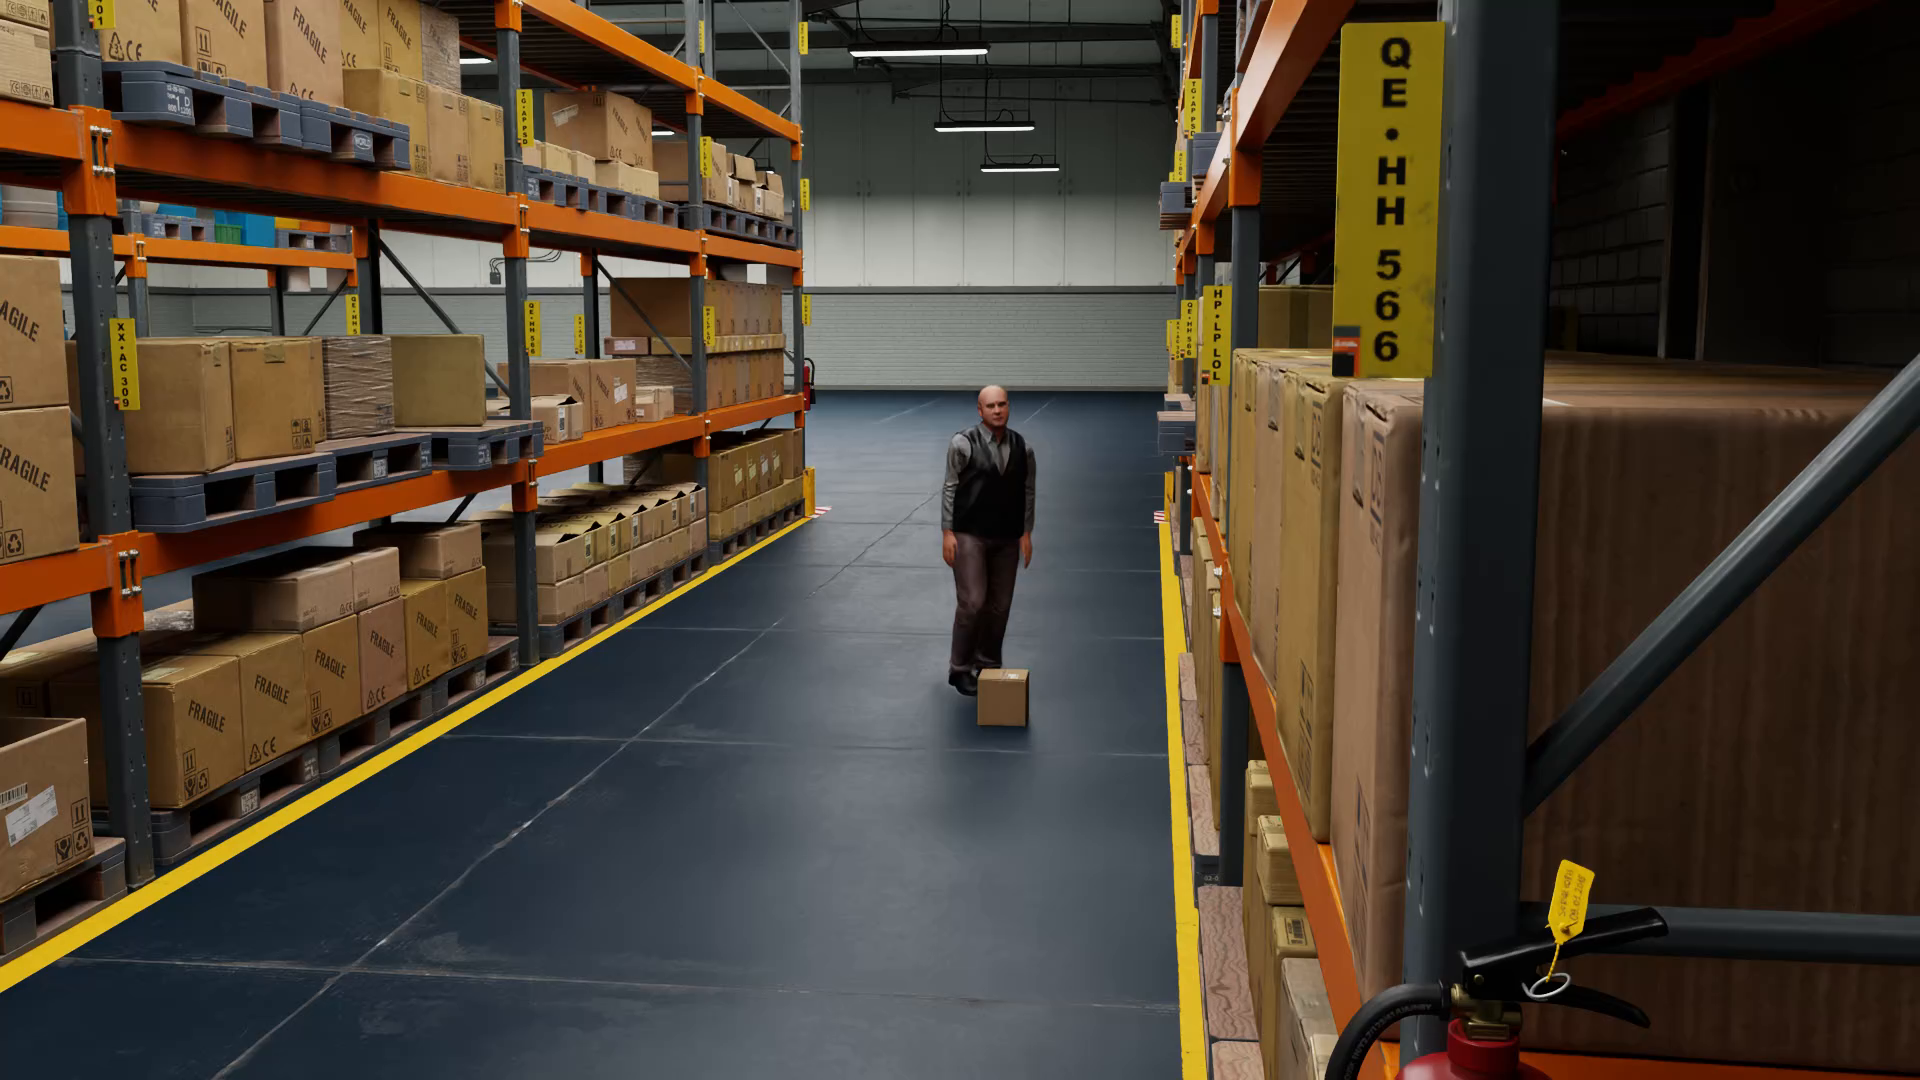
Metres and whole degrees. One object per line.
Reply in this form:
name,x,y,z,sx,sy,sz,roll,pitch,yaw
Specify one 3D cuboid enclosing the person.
person,0.159,0.056,9.310,0.559,1.458,0.488,-3,8,-23
